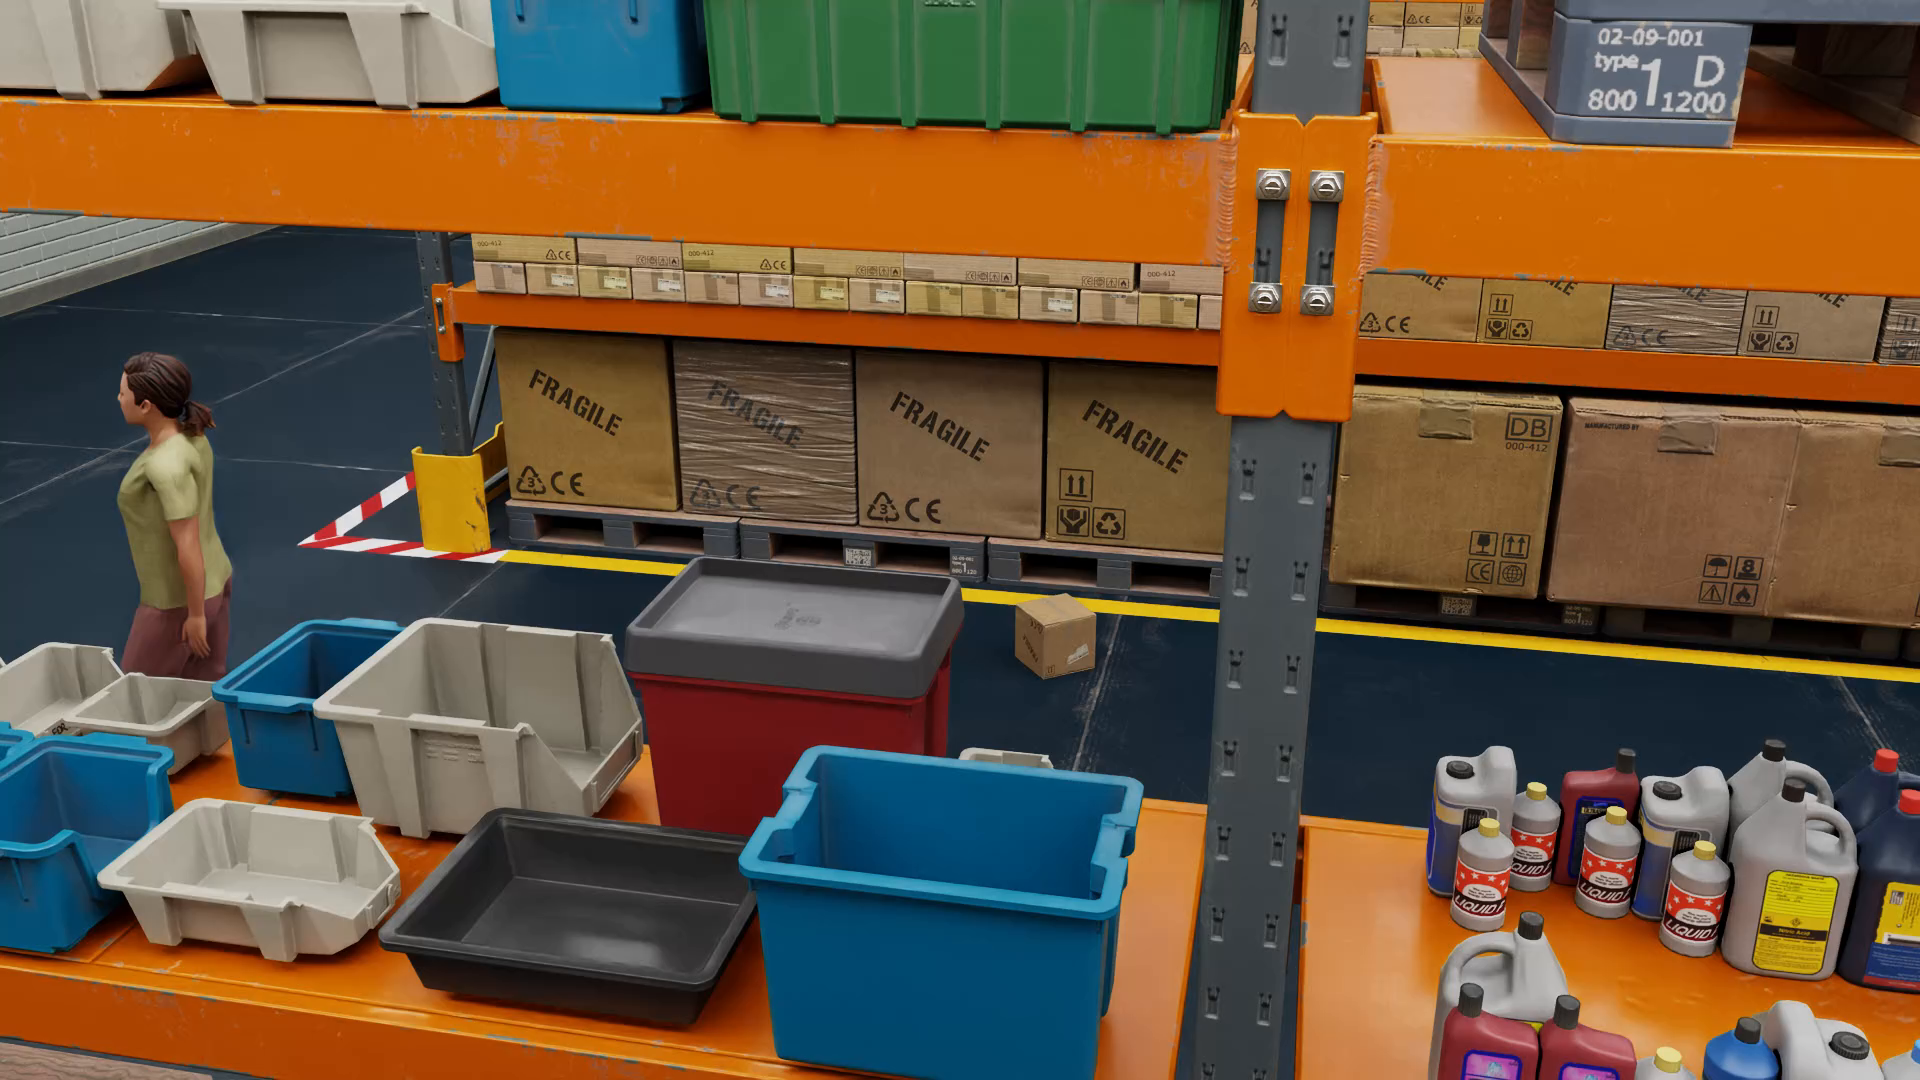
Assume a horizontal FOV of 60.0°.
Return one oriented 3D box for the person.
[{"bbox_3d":[-2.582,0.187,5.539,0.476,1.662,0.479,-4,22,-11],"label":"person"}]
